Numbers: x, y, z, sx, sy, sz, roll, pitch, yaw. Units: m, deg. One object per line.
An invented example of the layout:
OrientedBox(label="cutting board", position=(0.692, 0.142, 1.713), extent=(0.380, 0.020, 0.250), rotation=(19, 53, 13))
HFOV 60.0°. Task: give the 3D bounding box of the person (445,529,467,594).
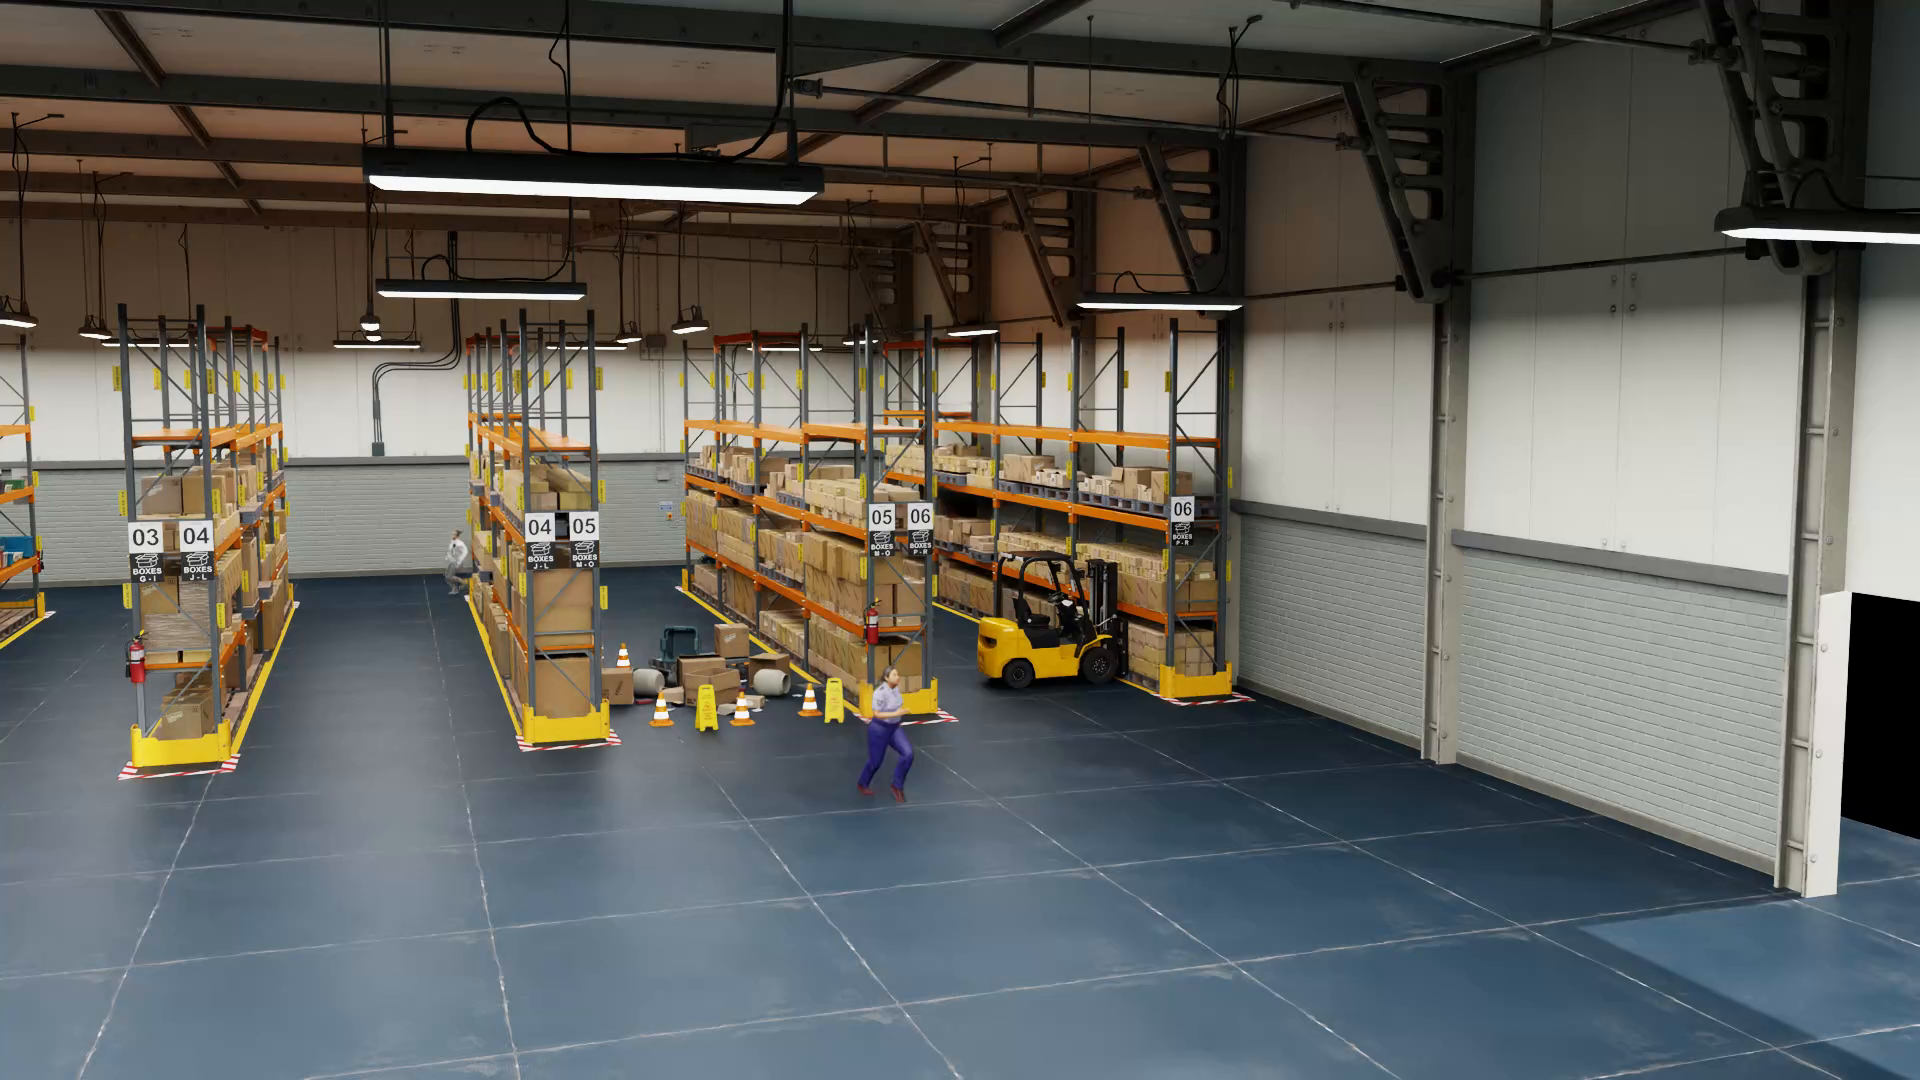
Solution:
OrientedBox(label="person", position=(-11.848, 0.518, 39.161), extent=(0.497, 1.605, 0.707), rotation=(-4, 7, -39))

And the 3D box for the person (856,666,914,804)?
OrientedBox(label="person", position=(-0.905, 2.315, 19.856), extent=(0.815, 1.671, 0.627), rotation=(4, 7, 35))

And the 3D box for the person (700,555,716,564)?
OrientedBox(label="person", position=(-6.173, 0.312, 41.194), extent=(0.569, 1.557, 0.610), rotation=(0, 5, 4))
